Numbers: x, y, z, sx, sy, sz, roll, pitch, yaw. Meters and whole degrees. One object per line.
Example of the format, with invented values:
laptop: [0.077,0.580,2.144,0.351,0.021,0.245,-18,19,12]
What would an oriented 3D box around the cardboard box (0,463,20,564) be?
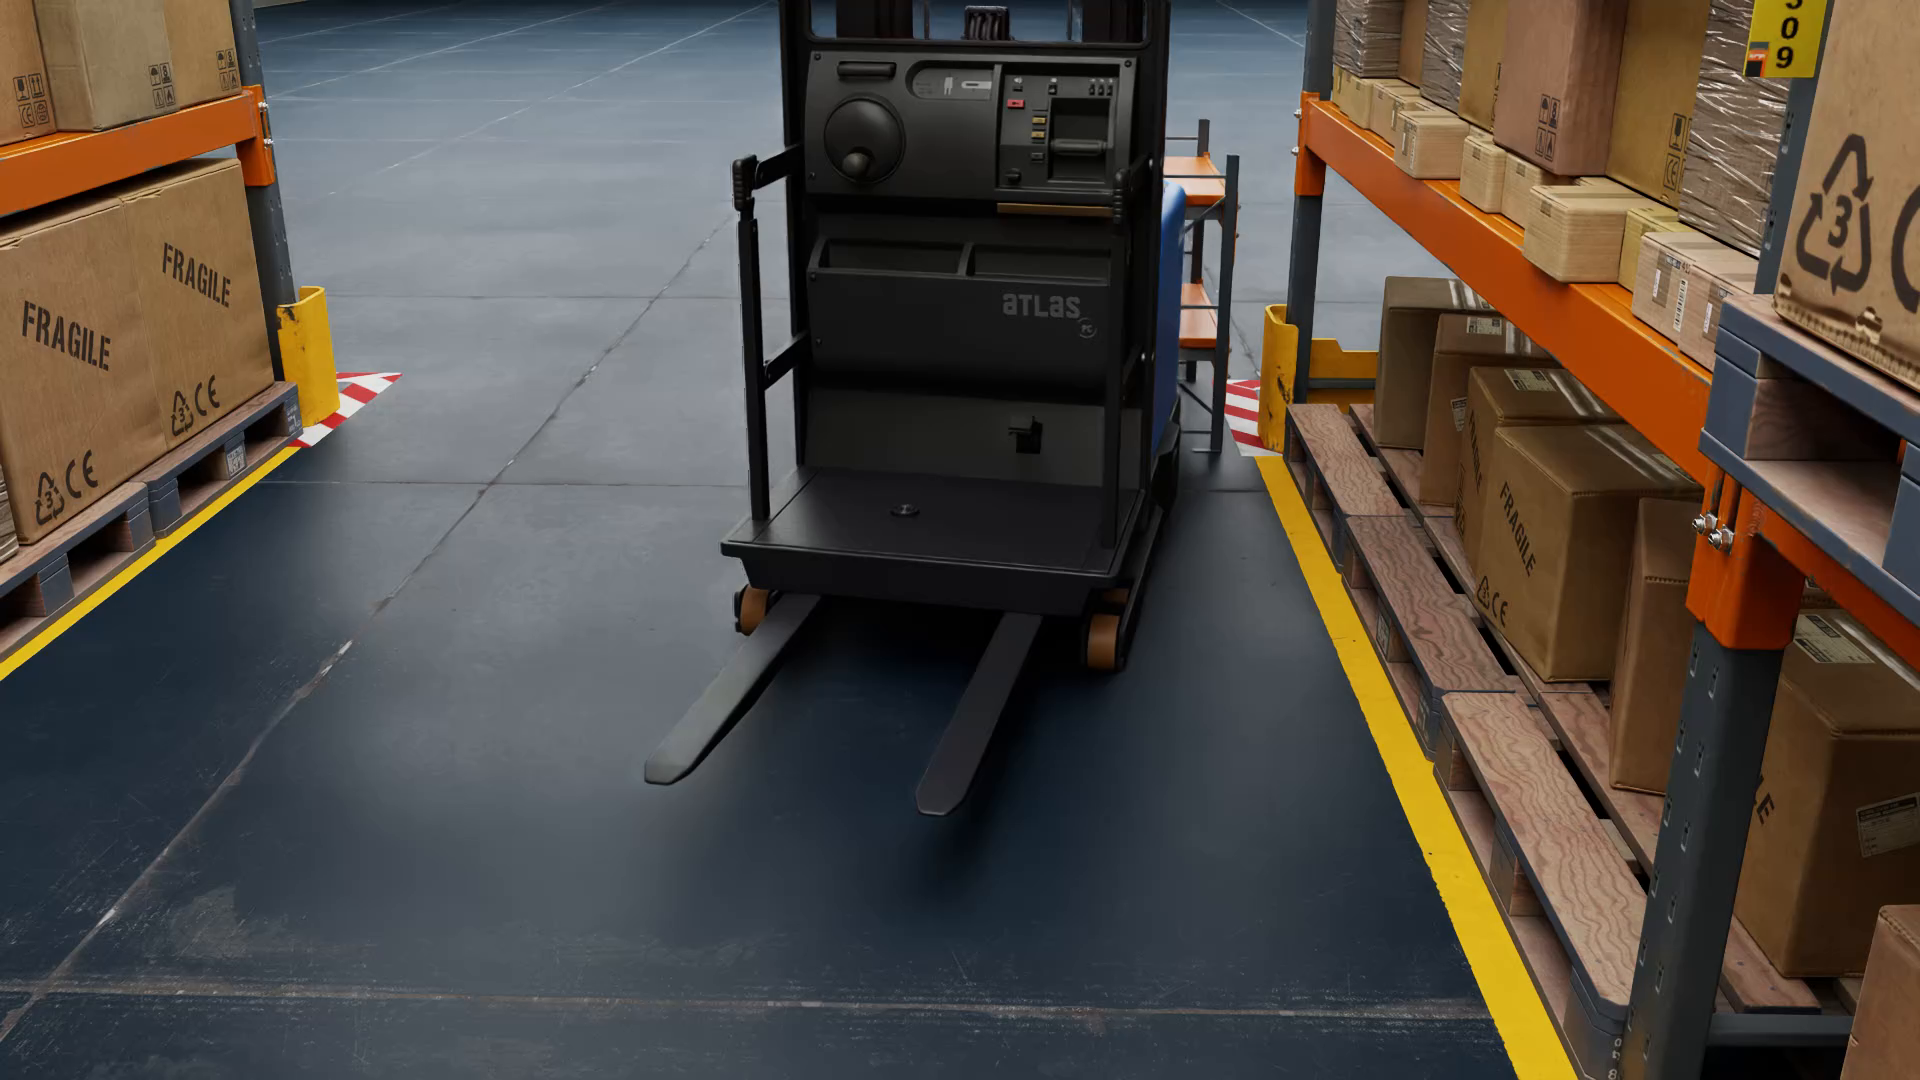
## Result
cardboard box: [-3.190,-0.220,4.305,0.875,0.875,0.875,1,21,2]

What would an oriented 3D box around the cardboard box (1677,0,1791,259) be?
cardboard box: [1.727,-0.718,2.683,0.875,0.500,0.500,1,21,2]

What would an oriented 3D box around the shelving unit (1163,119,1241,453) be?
shelving unit: [0.775,-1.053,6.687,0.538,1.125,1.048,1,21,2]

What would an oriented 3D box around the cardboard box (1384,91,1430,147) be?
cardboard box: [1.476,-1.238,4.920,0.380,0.149,0.250,1,21,2]

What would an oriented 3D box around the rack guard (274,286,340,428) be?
rack guard: [-3.180,-0.751,6.774,1.175,0.500,0.348,1,21,2]

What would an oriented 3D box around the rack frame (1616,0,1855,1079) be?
rack frame: [1.649,-0.371,2.337,0.949,2.616,0.053,1,21,2]

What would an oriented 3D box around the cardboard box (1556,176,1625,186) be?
cardboard box: [1.485,-0.695,3.521,0.380,0.149,0.250,1,21,2]

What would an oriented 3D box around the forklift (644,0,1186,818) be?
forklift: [-0.023,-1.149,4.438,1.130,2.935,3.031,5,22,12]

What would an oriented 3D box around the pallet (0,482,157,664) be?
pallet: [-3.167,0.122,4.923,1.003,0.211,1.213,1,21,2]

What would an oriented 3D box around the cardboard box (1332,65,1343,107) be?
cardboard box: [1.527,-1.599,5.851,0.380,0.149,0.250,1,21,2]

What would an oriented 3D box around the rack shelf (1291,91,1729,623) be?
rack shelf: [1.713,-0.758,4.331,1.077,0.370,4.000,1,21,2]

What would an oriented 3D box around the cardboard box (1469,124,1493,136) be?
cardboard box: [1.509,-0.966,4.220,0.380,0.149,0.250,1,21,2]

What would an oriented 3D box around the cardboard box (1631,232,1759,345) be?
cardboard box: [1.382,-0.425,2.824,0.380,0.149,0.250,1,21,2]

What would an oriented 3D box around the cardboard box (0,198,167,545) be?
cardboard box: [-3.160,-0.549,5.154,0.875,0.875,0.875,0,21,1]

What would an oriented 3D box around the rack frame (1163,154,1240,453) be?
rack frame: [0.758,-0.869,6.213,0.500,1.125,0.032,1,21,2]

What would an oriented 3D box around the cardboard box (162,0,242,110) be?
cardboard box: [-3.147,-1.843,5.925,0.875,0.550,0.550,1,21,2]

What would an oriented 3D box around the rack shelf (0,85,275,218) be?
rack shelf: [-3.242,-0.849,4.566,1.077,0.370,4.000,1,21,2]

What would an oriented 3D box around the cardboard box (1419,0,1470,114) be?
cardboard box: [1.776,-1.441,4.547,0.875,0.500,0.500,1,21,2]

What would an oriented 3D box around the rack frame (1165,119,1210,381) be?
rack frame: [0.793,-1.236,7.160,0.500,1.125,0.032,1,21,2]

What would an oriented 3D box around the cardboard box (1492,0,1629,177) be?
cardboard box: [1.692,-1.080,3.617,0.875,0.500,0.500,1,21,2]

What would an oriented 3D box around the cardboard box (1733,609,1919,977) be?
cardboard box: [1.704,0.455,3.085,0.500,0.500,0.500,0,21,0]

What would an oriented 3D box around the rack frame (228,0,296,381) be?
rack frame: [-3.181,-1.908,6.300,1.000,3.000,0.127,1,21,2]

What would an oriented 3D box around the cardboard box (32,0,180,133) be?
cardboard box: [-3.142,-1.644,5.412,0.875,0.550,0.550,1,21,2]

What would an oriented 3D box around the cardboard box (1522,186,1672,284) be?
cardboard box: [1.346,-0.606,3.292,0.380,0.149,0.250,1,21,2]

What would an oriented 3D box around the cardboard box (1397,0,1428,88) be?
cardboard box: [1.834,-1.622,5.012,0.875,0.500,0.500,1,21,2]

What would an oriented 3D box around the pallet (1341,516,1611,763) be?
pallet: [1.671,0.244,4.608,1.003,0.211,1.213,1,21,2]

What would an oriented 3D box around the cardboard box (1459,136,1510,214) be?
cardboard box: [1.425,-0.877,3.989,0.380,0.149,0.250,1,21,2]

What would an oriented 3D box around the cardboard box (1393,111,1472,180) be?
cardboard box: [1.384,-1.058,4.456,0.380,0.149,0.250,1,21,2]

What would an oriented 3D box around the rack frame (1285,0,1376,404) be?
rack frame: [1.774,-1.817,6.065,1.000,3.000,0.127,1,21,2]

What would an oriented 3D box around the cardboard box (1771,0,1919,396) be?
cardboard box: [1.488,-0.560,1.417,1.000,1.000,1.000,1,21,2]

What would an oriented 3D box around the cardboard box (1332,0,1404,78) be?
cardboard box: [1.729,-1.804,5.481,0.875,0.500,0.500,1,21,2]

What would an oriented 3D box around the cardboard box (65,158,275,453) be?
cardboard box: [-3.136,-0.867,5.974,0.875,0.875,0.875,1,21,2]

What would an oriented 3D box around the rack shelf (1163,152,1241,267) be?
rack shelf: [0.775,-1.325,6.581,0.538,0.278,1.000,1,21,2]

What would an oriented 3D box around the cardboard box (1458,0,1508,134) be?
cardboard box: [1.749,-1.261,4.082,0.875,0.500,0.500,1,21,2]

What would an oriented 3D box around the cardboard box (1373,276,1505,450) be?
cardboard box: [1.738,-0.622,5.860,0.500,0.500,0.500,5,22,12]

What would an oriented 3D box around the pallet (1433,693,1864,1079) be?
pallet: [1.637,0.686,3.469,1.003,0.211,1.213,1,21,2]

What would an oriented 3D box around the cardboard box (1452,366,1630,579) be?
cardboard box: [1.716,-0.179,4.719,0.500,0.500,0.500,3,21,7]

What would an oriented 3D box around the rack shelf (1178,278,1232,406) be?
rack shelf: [0.775,-0.825,6.775,0.538,0.278,1.000,1,21,2]

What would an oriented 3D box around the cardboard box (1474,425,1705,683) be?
cardboard box: [1.654,0.022,4.200,0.500,0.500,0.500,-1,21,-3]

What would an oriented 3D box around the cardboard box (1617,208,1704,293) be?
cardboard box: [1.449,-0.514,3.055,0.380,0.149,0.250,1,21,2]

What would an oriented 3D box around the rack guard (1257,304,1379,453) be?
rack guard: [1.771,-0.624,6.446,1.175,0.500,0.348,1,21,2]

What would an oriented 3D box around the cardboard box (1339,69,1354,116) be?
cardboard box: [1.500,-1.509,5.619,0.380,0.149,0.250,1,21,2]

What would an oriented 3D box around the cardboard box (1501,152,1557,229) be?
cardboard box: [1.452,-0.786,3.755,0.380,0.149,0.250,1,21,2]

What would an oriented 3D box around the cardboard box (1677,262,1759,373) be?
cardboard box: [1.365,-0.334,2.592,0.380,0.149,0.250,1,21,2]

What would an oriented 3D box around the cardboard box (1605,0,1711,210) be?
cardboard box: [1.778,-0.898,3.148,0.875,0.500,0.500,1,21,2]

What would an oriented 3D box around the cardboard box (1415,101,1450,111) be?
cardboard box: [1.495,-1.147,4.686,0.380,0.149,0.250,1,21,2]

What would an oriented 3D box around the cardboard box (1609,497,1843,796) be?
cardboard box: [1.714,0.248,3.619,0.500,0.500,0.500,8,22,19]

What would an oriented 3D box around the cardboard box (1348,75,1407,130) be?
cardboard box: [1.477,-1.419,5.386,0.380,0.149,0.250,1,21,2]

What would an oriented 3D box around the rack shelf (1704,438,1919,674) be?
rack shelf: [1.591,0.688,0.604,1.077,0.370,4.000,1,21,2]

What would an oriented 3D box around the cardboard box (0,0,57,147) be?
cardboard box: [-3.284,-1.443,4.894,0.875,0.550,0.550,1,21,2]

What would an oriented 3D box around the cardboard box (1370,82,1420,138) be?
cardboard box: [1.490,-1.328,5.153,0.380,0.149,0.250,1,21,2]

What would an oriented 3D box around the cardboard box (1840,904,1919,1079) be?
cardboard box: [1.612,0.811,2.138,0.700,0.500,0.500,-1,21,-3]

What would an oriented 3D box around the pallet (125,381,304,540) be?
pallet: [-3.127,-0.318,6.057,1.003,0.211,1.213,1,21,2]

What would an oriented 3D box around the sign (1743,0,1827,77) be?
sign: [1.109,-0.777,2.189,0.100,0.325,0.005,1,21,2]

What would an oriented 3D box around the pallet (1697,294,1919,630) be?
pallet: [1.483,-0.006,1.664,1.003,0.211,1.213,1,21,2]

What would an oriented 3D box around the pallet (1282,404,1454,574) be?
pallet: [1.711,-0.196,5.742,1.003,0.211,1.213,1,21,2]

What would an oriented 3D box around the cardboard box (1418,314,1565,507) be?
cardboard box: [1.754,-0.405,5.302,0.500,0.500,0.500,6,22,16]
